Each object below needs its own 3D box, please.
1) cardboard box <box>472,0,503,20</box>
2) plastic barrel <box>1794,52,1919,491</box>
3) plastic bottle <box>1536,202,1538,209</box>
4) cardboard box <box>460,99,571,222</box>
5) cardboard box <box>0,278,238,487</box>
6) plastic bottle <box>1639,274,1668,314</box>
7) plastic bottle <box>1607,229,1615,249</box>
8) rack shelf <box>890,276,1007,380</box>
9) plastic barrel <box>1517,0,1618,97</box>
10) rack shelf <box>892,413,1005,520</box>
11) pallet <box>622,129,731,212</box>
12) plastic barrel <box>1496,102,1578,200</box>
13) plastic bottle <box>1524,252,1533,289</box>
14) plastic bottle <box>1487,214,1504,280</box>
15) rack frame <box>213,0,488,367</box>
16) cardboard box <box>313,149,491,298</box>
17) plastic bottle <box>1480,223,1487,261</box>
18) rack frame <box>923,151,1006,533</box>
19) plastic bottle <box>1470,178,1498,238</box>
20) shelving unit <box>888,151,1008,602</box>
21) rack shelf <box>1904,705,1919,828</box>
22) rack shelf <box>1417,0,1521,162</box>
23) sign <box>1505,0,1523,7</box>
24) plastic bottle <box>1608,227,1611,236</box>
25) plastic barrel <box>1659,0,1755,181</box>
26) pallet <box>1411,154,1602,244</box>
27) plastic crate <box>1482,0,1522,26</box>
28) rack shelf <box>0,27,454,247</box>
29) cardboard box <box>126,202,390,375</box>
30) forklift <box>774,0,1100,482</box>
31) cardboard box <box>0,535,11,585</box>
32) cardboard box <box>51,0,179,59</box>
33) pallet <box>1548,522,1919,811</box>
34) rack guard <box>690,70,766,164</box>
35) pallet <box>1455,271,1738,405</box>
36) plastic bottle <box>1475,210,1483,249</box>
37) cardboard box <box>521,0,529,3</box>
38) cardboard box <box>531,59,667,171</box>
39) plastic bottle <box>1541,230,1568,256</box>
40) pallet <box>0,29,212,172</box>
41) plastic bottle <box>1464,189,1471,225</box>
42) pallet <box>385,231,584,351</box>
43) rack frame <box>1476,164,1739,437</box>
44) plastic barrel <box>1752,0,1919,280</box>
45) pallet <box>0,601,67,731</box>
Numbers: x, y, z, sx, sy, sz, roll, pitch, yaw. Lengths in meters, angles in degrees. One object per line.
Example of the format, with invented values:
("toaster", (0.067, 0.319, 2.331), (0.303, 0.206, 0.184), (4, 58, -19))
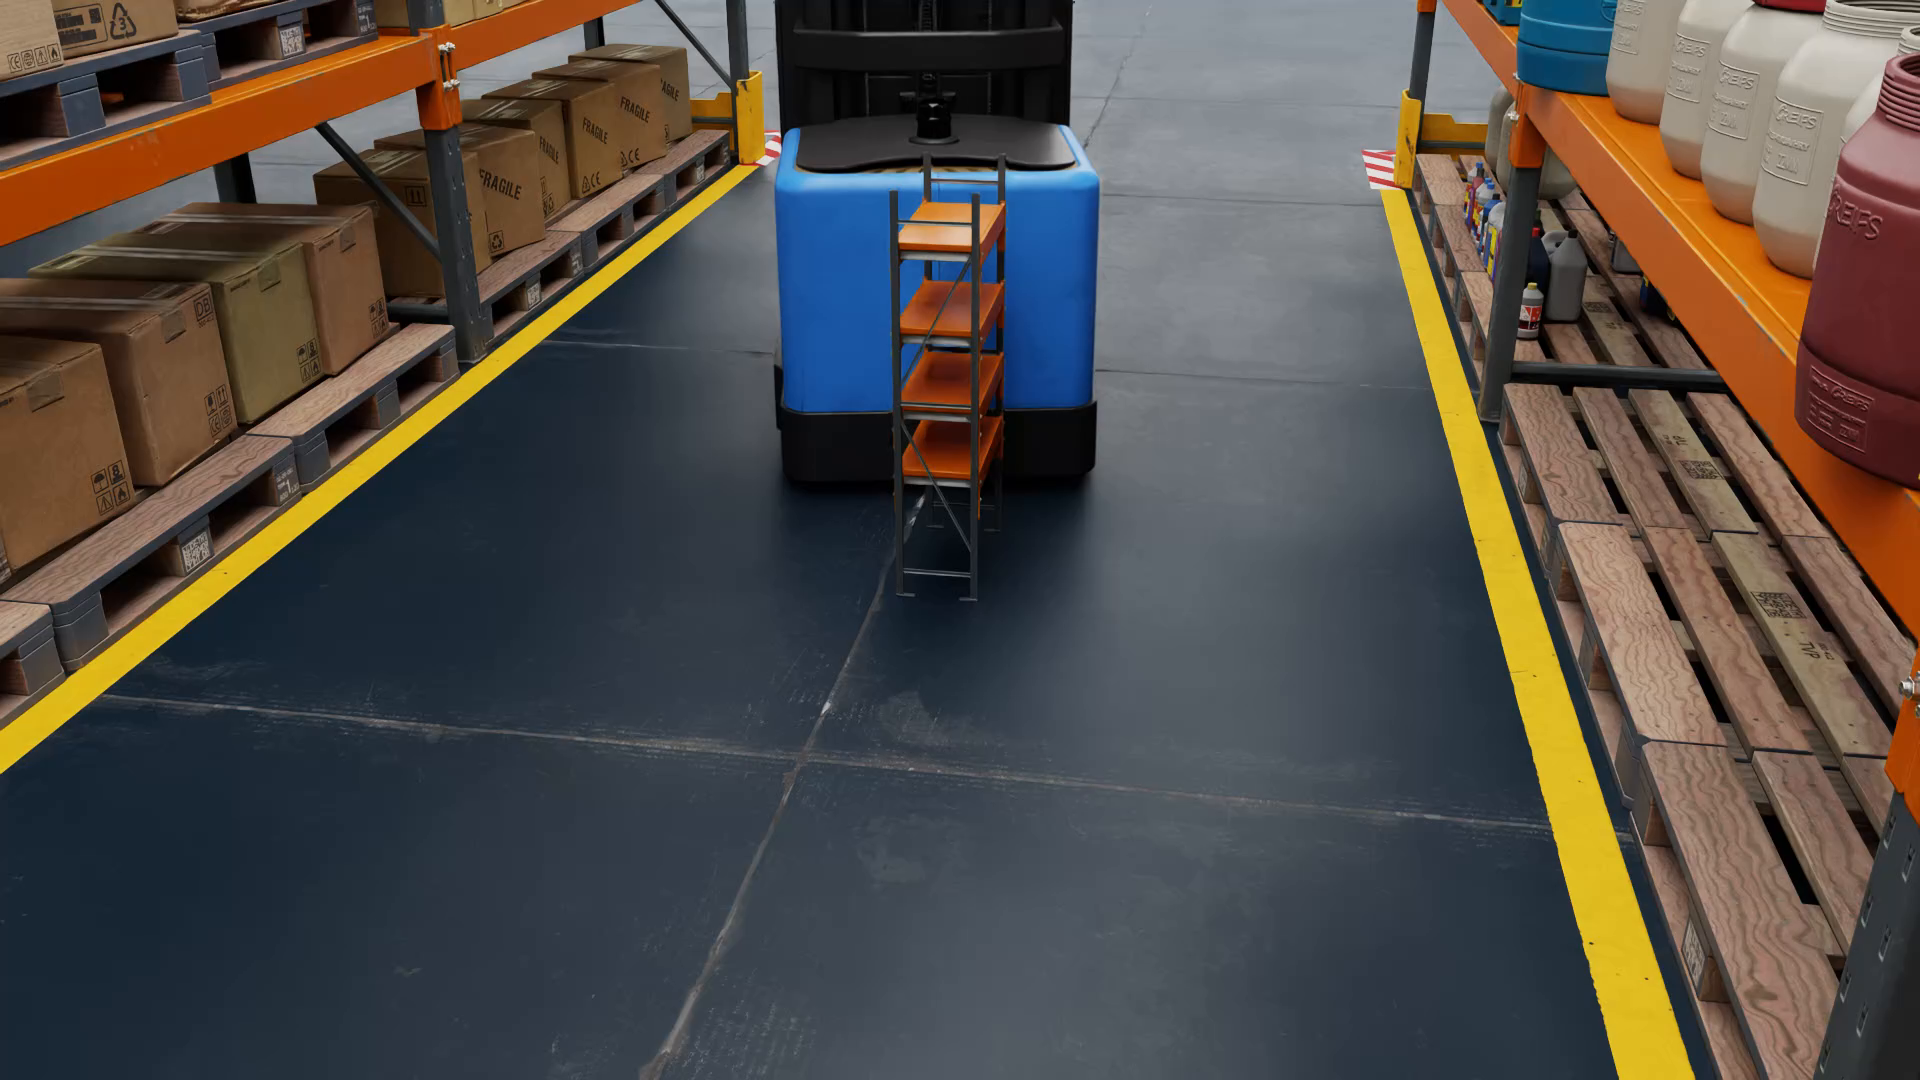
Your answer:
("cardboard box", (-2.068, -2.182, 6.671), (0.380, 0.149, 0.250), (4, 25, 9))
("plastic barrel", (1.556, -0.384, 2.372), (0.600, 0.536, 0.708), (4, 25, 9))
("plastic bottle", (2.474, -1.315, 7.205), (0.061, 0.283, 0.133), (4, 25, 9))
("cardboard box", (-2.238, -1.851, 8.120), (0.500, 0.500, 0.500), (2, 25, 4))
("cardboard box", (-2.762, -0.503, 5.216), (0.700, 0.500, 0.500), (2, 25, 4))
("plastic bottle", (2.832, -1.099, 6.665), (0.144, 0.351, 0.185), (4, 25, 9))
("plastic bottle", (3.002, -1.426, 7.540), (0.097, 0.201, 0.097), (0, 25, 0))
("rack shelf", (-0.027, -0.616, 4.781), (0.258, 0.148, 0.480), (4, 25, 9))
("plastic barrel", (2.071, -1.867, 5.109), (0.600, 0.901, 0.708), (4, 25, 9))
("rack shelf", (-0.027, -0.233, 4.960), (0.258, 0.148, 0.480), (4, 25, 9))
("pallet", (-1.980, -2.164, 9.625), (1.003, 0.211, 1.213), (4, 25, 9))
("plastic barrel", (2.973, -2.027, 8.480), (0.421, 0.512, 0.421), (0, 25, 0))
("plastic bottle", (2.186, -0.973, 6.476), (0.061, 0.283, 0.133), (5, 26, 11))
("plastic bottle", (2.338, -1.285, 7.062), (0.144, 0.351, 0.185), (4, 25, 8))
("rack frame", (-2.453, -2.123, 6.248), (1.000, 3.000, 0.127), (4, 25, 9))
("cardboard box", (-2.348, -1.346, 7.041), (0.500, 0.500, 0.500), (3, 25, 7))
("plastic bottle", (2.361, -1.336, 7.348), (0.097, 0.201, 0.097), (0, 25, 0))
("rack frame", (0.013, -0.576, 5.066), (0.240, 1.200, 0.015), (4, 25, 9))
("plastic bottle", (2.427, -1.537, 7.694), (0.097, 0.271, 0.097), (0, 25, 0))
("shelving unit", (-0.027, -0.474, 4.848), (0.258, 1.200, 0.503), (4, 25, 9))
("rack shelf", (1.453, 1.055, 0.307), (1.077, 0.370, 4.000), (4, 25, 9))
("rack shelf", (2.760, -2.291, 7.455), (1.077, 0.370, 4.000), (4, 25, 9))
("sign", (1.892, -1.948, 5.548), (0.100, 0.325, 0.005), (4, 25, 9))
("plastic bottle", (3.046, -1.527, 7.660), (0.061, 0.283, 0.133), (4, 25, 9))
("plastic barrel", (1.941, -1.150, 4.008), (0.433, 0.535, 0.433), (0, 25, 0))
("pallet", (2.983, -1.816, 8.880), (1.003, 0.211, 1.213), (4, 25, 9))
("plastic crate", (2.346, -2.195, 6.576), (0.499, 0.251, 0.616), (4, 25, 9))
("rack shelf", (-2.780, -0.961, 4.614), (1.077, 0.370, 4.000), (4, 25, 9))
("cardboard box", (-2.575, -0.935, 6.140), (0.700, 0.500, 0.500), (2, 25, 4))
("forklift", (-0.146, -2.105, 6.289), (1.130, 2.935, 3.031), (-1, 25, -3))
("cardboard box", (-2.939, -0.032, 4.210), (0.700, 0.500, 0.500), (2, 25, 4))
("cardboard box", (-2.645, -1.629, 4.575), (0.797, 0.503, 0.637), (7, 26, 14))
("pallet", (2.146, 0.325, 4.306), (1.003, 0.211, 1.213), (4, 25, 9))
("rack guard", (-1.812, -2.633, 10.284), (1.175, 0.500, 0.348), (4, 25, 9))
("pallet", (2.584, -0.795, 6.700), (1.003, 0.211, 1.213), (4, 25, 9))
("plastic bottle", (2.395, -1.422, 7.531), (0.097, 0.201, 0.097), (0, 25, 0))
("cardboard box", (-2.023, -2.394, 7.123), (0.380, 0.149, 0.250), (4, 25, 9))
("cardboard box", (-1.982, -2.342, 9.169), (0.500, 0.500, 0.500), (11, 27, 22))
("plastic bottle", (2.436, -1.116, 6.789), (0.152, 0.276, 0.135), (4, 25, 9))
("pallet", (-2.824, -1.194, 4.490), (1.003, 0.211, 1.213), (4, 25, 9))
("plastic bottle", (2.466, -1.605, 7.923), (0.097, 0.201, 0.097), (0, 25, 0))
("pallet", (-2.378, -1.144, 7.445), (1.003, 0.211, 1.213), (4, 25, 9))
("rack frame", (2.433, -1.780, 5.515), (1.000, 3.000, 0.127), (4, 25, 9))
("plastic barrel", (1.806, -0.779, 3.245), (0.421, 0.512, 0.421), (0, 25, 0))
("pallet", (-2.978, 0.486, 3.963), (1.003, 0.211, 1.213), (4, 25, 9))
